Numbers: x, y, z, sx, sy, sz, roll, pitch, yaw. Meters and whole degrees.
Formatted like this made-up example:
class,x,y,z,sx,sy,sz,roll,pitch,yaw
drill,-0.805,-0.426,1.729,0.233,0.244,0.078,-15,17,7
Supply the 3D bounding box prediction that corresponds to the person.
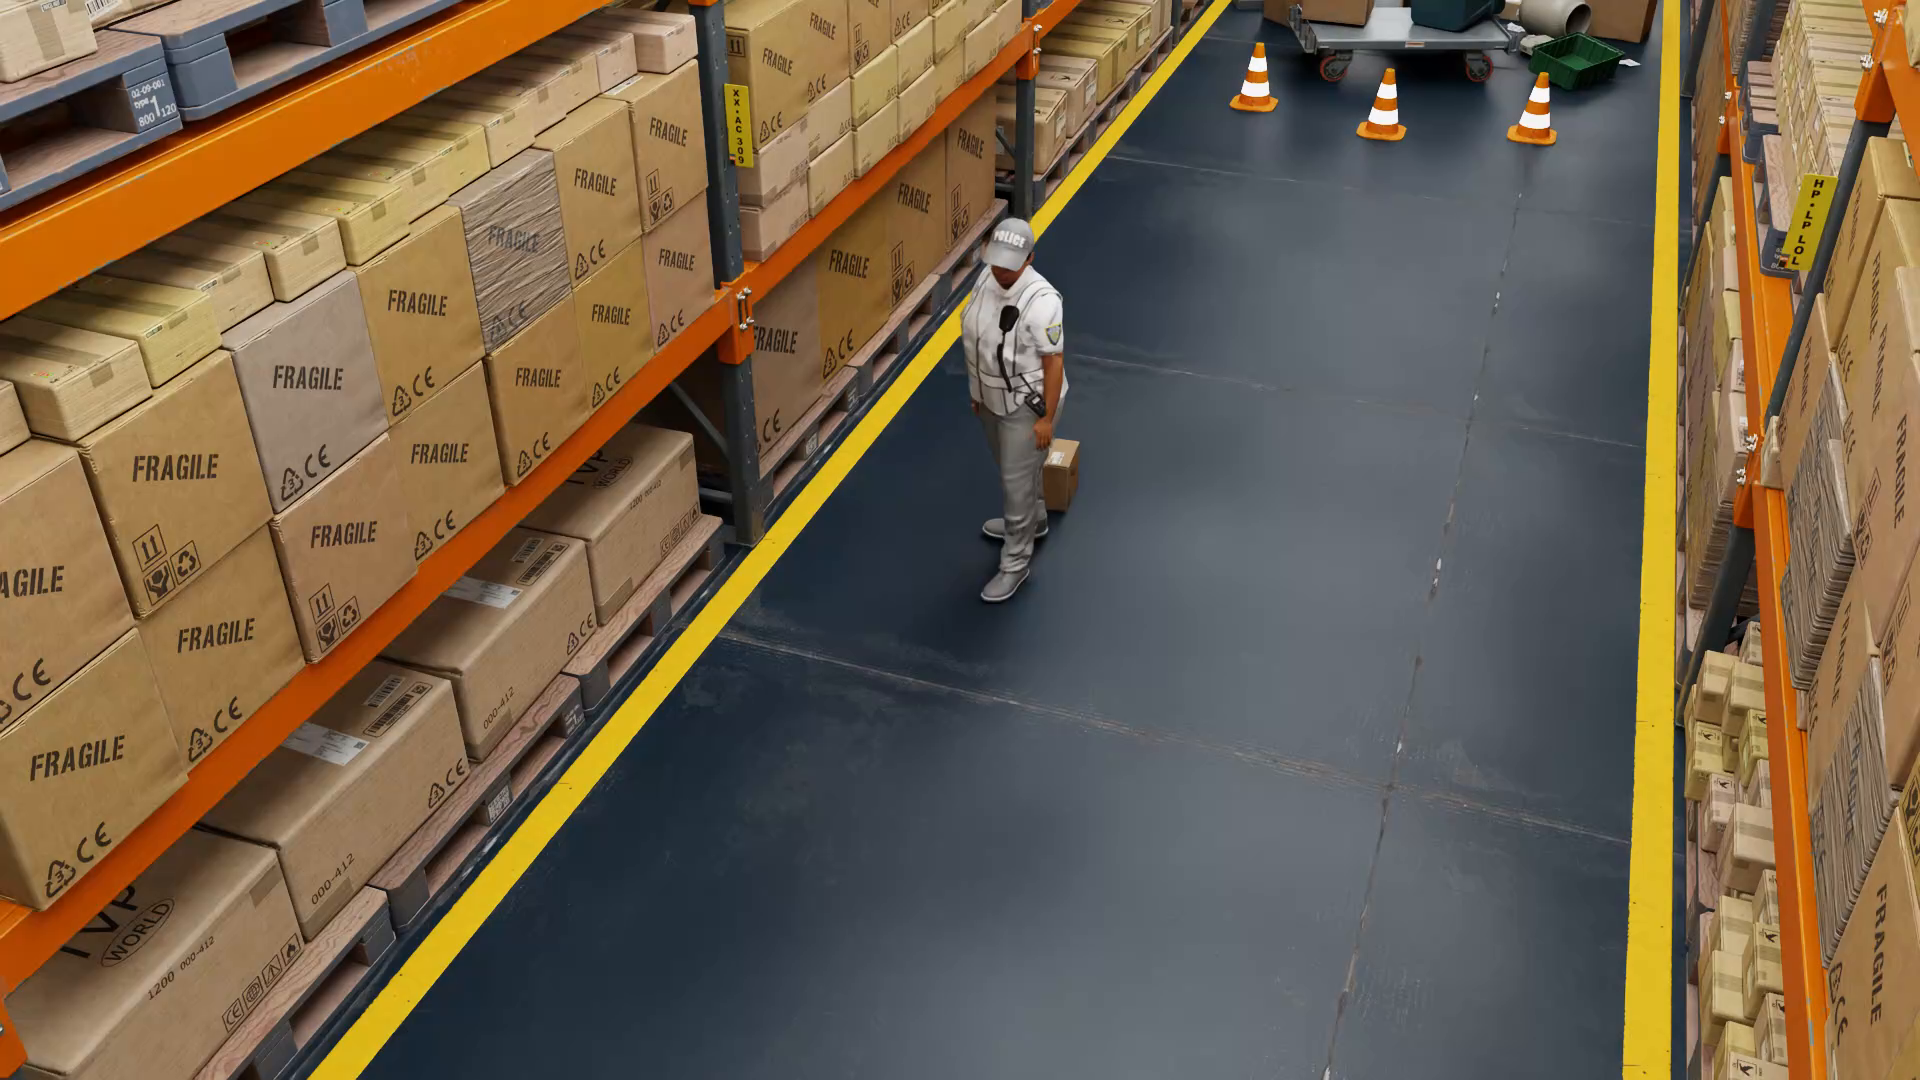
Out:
class,x,y,z,sx,sy,sz,roll,pitch,yaw
person,0.218,-0.596,7.033,0.538,1.664,0.522,-20,38,-27
